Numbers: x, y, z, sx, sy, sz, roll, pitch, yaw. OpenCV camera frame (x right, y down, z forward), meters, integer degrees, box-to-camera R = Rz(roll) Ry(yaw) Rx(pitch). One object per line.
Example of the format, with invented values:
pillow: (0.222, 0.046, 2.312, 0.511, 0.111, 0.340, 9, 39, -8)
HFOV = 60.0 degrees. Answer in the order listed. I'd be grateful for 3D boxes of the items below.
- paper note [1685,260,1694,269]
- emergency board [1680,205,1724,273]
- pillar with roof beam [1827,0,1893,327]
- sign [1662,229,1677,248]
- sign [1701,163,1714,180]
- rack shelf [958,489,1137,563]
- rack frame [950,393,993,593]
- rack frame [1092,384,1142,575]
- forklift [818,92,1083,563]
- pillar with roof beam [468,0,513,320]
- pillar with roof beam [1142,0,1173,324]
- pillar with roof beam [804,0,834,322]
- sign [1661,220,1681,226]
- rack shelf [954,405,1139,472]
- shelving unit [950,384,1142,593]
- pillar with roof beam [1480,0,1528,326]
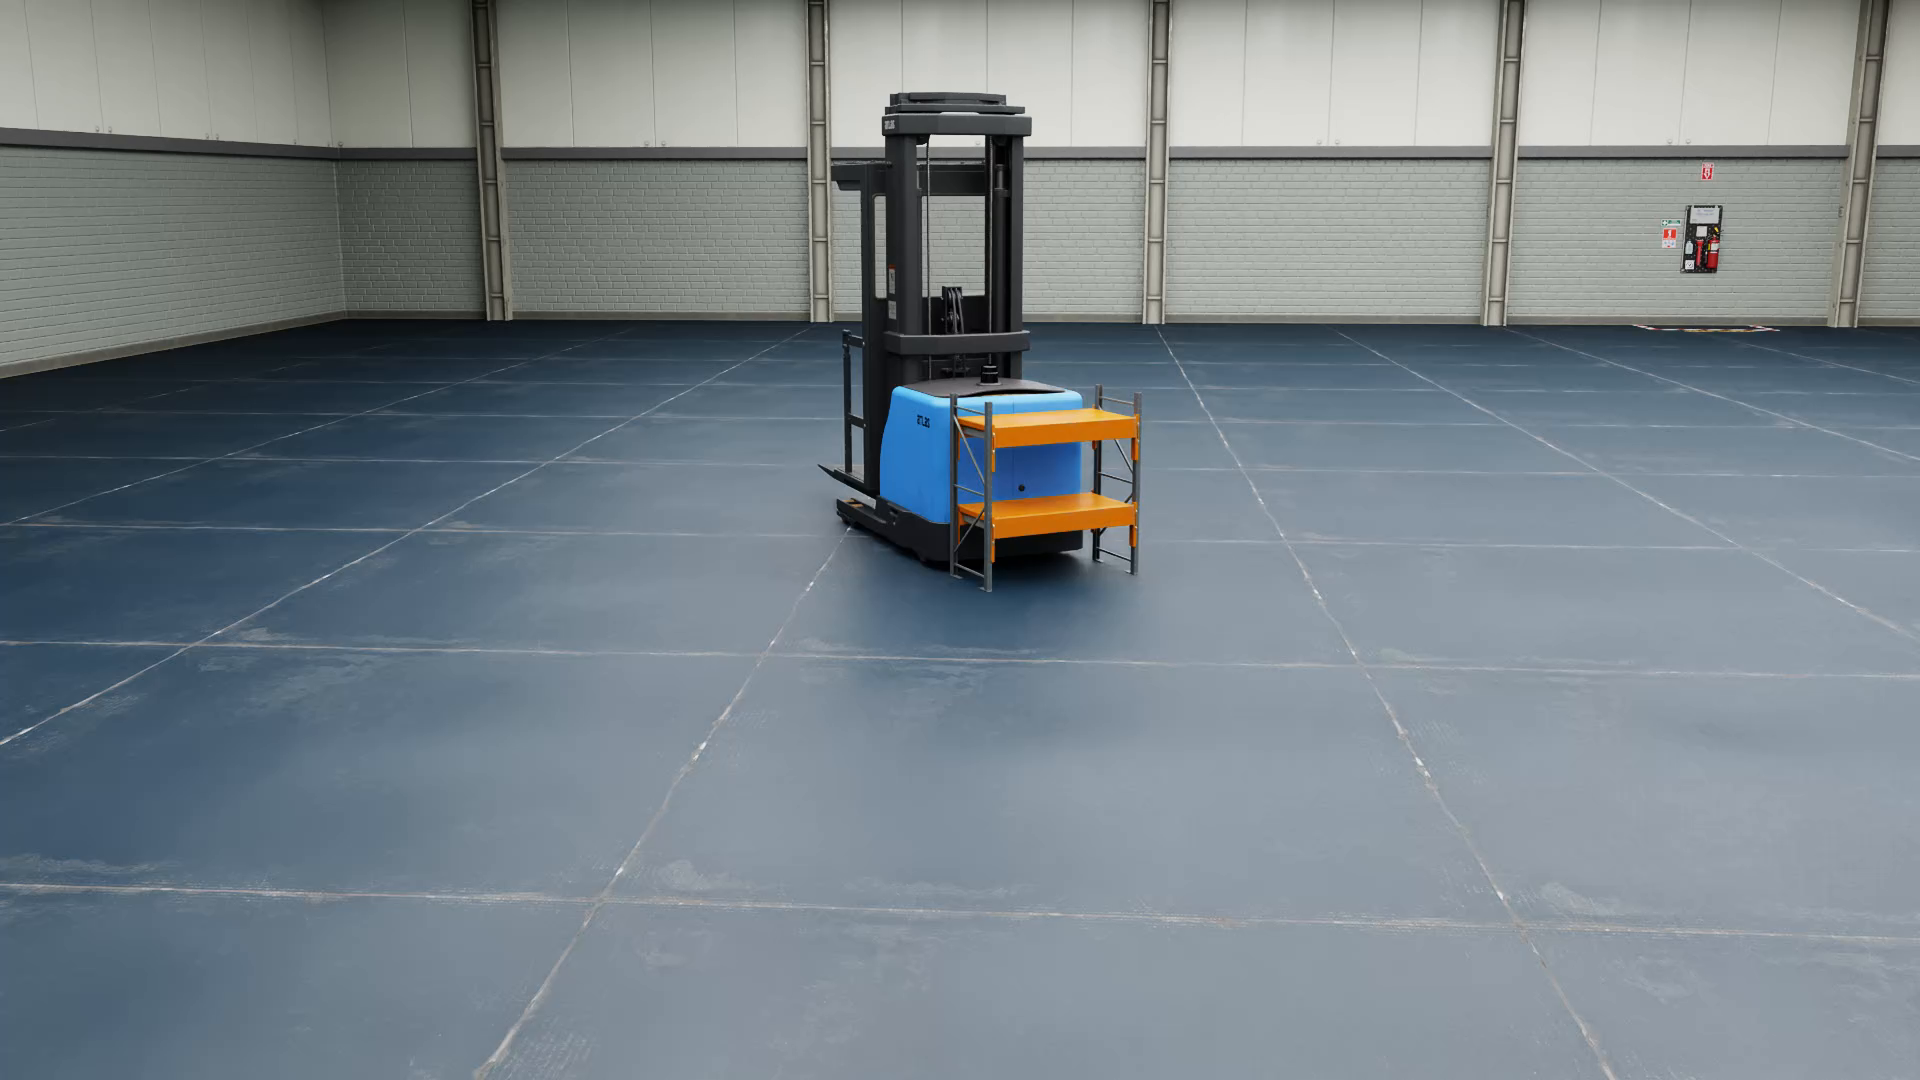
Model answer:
paper note: (12.817, -4.834, 29.202, 0.142, 0.148, 0.016, 1, 12, 4)
emergency board: (12.989, -5.249, 29.033, 0.643, 1.169, 0.194, 1, 12, 4)
pillar with roof beam: (15.164, -7.264, 24.015, 0.400, 9.000, 9.100, 1, 12, 4)
sign: (12.444, -5.295, 29.166, 0.234, 0.329, 0.001, 1, 12, 4)
sign: (12.987, -6.404, 28.893, 0.199, 0.298, 0.001, 1, 12, 4)
rack shelf: (0.518, -0.095, 10.171, 1.000, 0.278, 0.538, -6, 13, -26)
rack frame: (0.063, -0.288, 9.899, 0.032, 1.125, 0.500, -6, 13, -26)
rack frame: (0.973, -0.381, 10.343, 0.032, 1.125, 0.500, -6, 13, -26)
forklift: (-0.233, -1.553, 11.533, 1.130, 2.935, 3.031, -5, 13, -22)
pillar with roof beam: (-8.782, -7.592, 25.585, 0.400, 9.000, 9.100, 1, 12, 4)
pillar with roof beam: (3.191, -7.428, 24.800, 0.400, 9.000, 9.100, 1, 12, 4)
pillar with roof beam: (-2.796, -7.510, 25.193, 0.400, 9.000, 9.100, 1, 12, 4)
sign: (12.448, -5.552, 29.103, 0.331, 0.109, 0.001, 1, 12, 4)
rack shelf: (0.518, -0.621, 10.061, 1.000, 0.278, 0.538, -6, 13, -26)
shelving unit: (0.518, -0.335, 10.121, 1.048, 1.125, 0.538, -6, 13, -26)
pillar with roof beam: (9.177, -7.346, 24.408, 0.400, 9.000, 9.100, 1, 12, 4)
